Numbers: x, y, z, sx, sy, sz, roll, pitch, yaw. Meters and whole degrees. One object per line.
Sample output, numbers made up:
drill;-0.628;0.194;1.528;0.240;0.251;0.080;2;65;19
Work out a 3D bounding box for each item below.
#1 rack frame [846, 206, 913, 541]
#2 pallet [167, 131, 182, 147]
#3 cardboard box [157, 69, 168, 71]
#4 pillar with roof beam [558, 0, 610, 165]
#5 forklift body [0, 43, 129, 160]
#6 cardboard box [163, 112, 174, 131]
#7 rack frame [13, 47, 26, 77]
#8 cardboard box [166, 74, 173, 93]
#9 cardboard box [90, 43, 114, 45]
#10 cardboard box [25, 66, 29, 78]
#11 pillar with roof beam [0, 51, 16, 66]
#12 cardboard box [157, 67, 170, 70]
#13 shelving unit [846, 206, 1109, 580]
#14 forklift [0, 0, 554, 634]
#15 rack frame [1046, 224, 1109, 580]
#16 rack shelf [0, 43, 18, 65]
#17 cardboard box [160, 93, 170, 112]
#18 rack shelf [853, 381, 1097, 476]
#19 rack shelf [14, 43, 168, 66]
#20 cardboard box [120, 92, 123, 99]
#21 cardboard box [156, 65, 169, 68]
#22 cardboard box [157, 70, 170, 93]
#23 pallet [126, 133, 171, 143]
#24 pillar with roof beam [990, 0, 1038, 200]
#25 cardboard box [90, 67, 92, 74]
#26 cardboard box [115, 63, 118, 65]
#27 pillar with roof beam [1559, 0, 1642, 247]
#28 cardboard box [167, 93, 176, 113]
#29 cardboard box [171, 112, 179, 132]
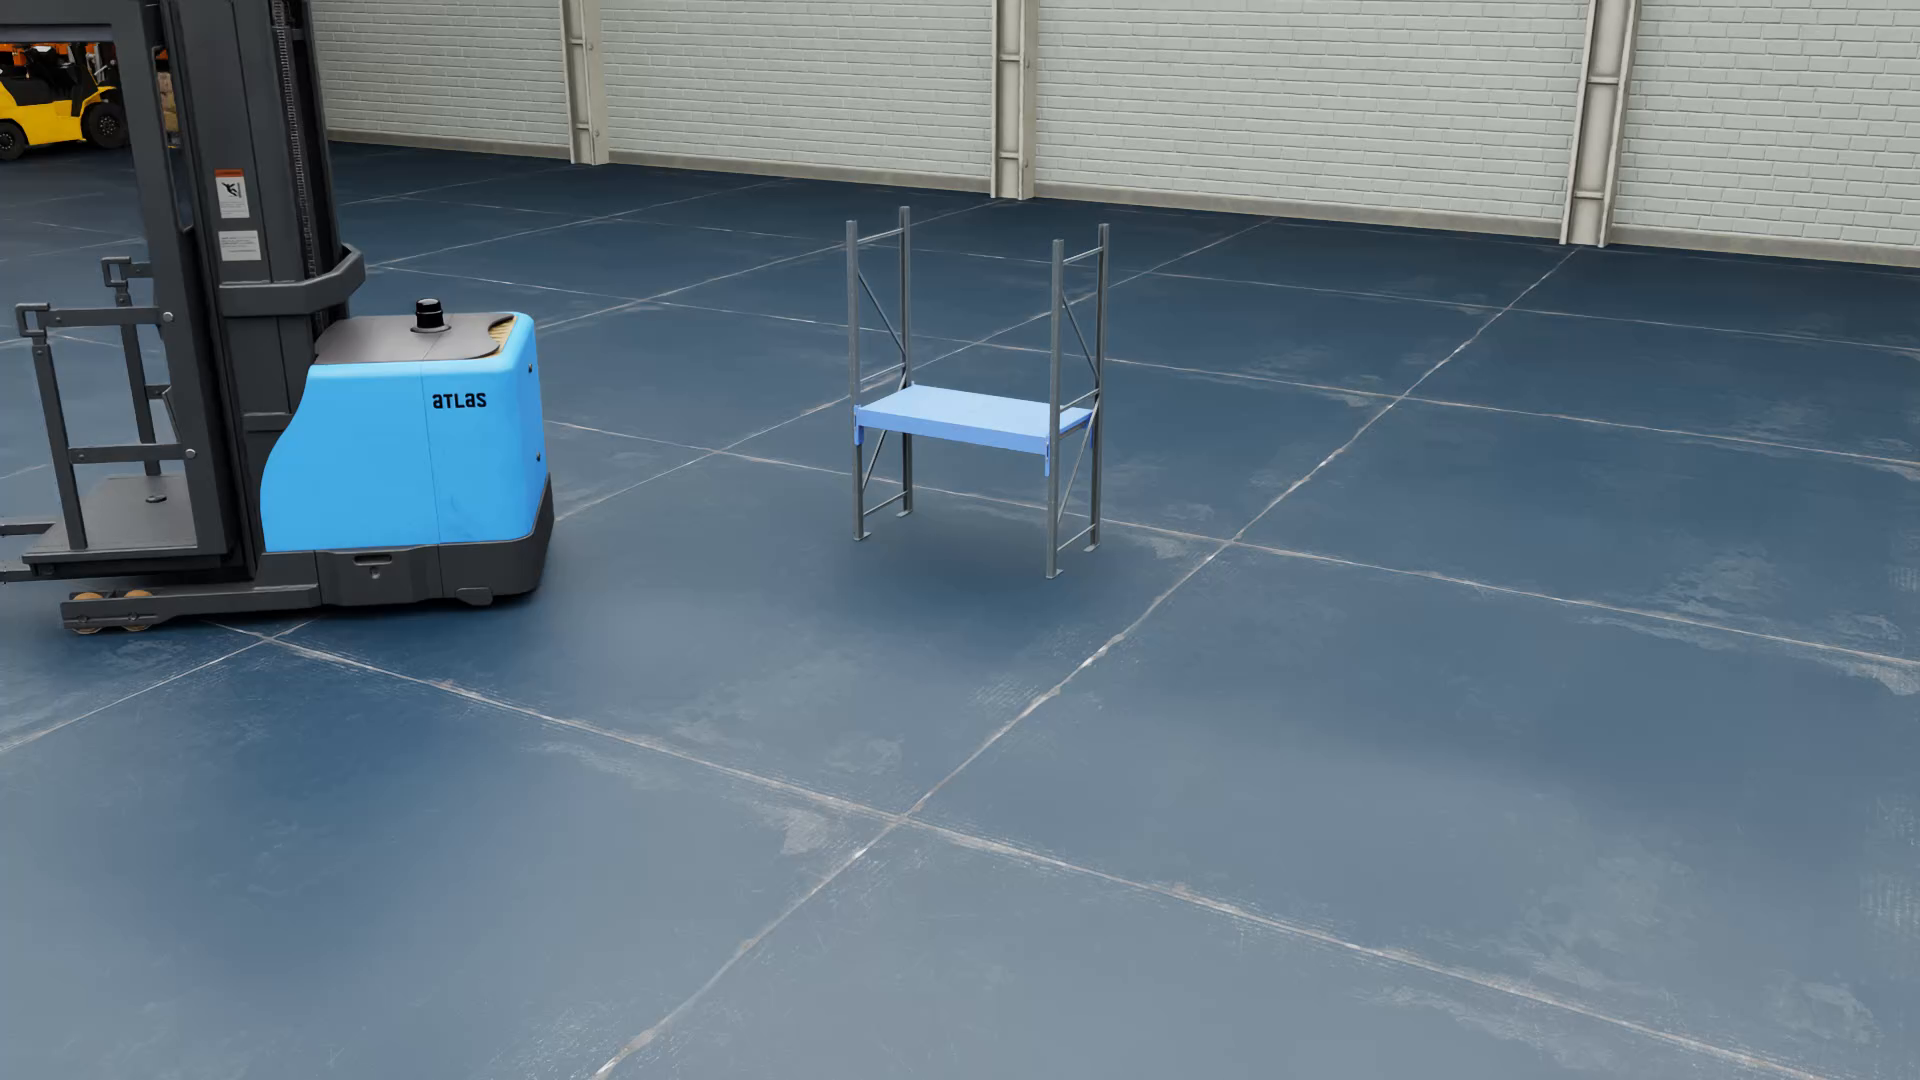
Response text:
rack frame;-0.369;-0.775;7.803;0.032;1.500;0.500;11;23;27
pallet;-10.418;-5.589;22.964;1.213;0.211;1.003;11;23;27
cardboard box;-11.178;-6.308;22.806;0.500;0.250;0.500;11;23;28
pillar with roof beam;-6.759;-7.710;15.924;0.400;9.000;9.100;11;23;27
forklift body;-12.275;-6.159;21.689;1.214;2.155;2.313;11;23;27
cardboard box;-10.723;-5.760;22.761;0.500;0.250;0.500;11;23;27
rack frame;-13.222;-7.451;24.006;0.127;3.000;1.000;11;23;27
cardboard box;-10.284;-6.144;22.354;0.500;0.250;0.500;12;23;29
cardboard box;-11.627;-7.090;22.867;0.500;0.500;0.500;11;23;28
cardboard box;-12.952;-6.652;23.753;0.500;0.250;0.500;10;22;26
pillar with roof beam;-17.235;-9.706;21.426;0.400;9.000;9.100;11;23;27
cardboard box;-10.926;-6.465;23.239;0.500;0.250;0.500;11;22;27
shelving unit;0.074;-0.691;7.570;1.048;1.500;0.538;11;23;27
forklift;-3.367;-1.185;6.835;3.031;2.935;1.130;-3;20;-8
rack frame;0.518;-0.606;7.337;0.032;1.500;0.500;11;23;27
rack shelf;-14.968;-7.445;25.045;4.000;0.370;1.077;11;23;27
cardboard box;-10.740;-6.000;22.689;0.500;0.250;0.500;11;22;27
rack shelf;0.074;-0.522;7.632;1.000;0.185;0.538;11;23;27
rack shelf;-11.476;-6.780;23.212;4.000;0.370;1.077;11;23;27
cardboard box;-11.201;-6.079;22.909;0.500;0.250;0.500;10;22;26
cardboard box;-11.370;-6.552;23.479;0.500;0.250;0.500;10;22;26
cardboard box;-10.732;-6.227;22.583;0.500;0.250;0.500;11;23;28
pallet;-11.479;-5.792;23.524;1.213;0.211;1.003;11;23;27
pillar with roof beam;-1.521;-6.712;13.173;0.400;9.000;9.100;11;23;27
cardboard box;-12.071;-6.484;23.292;0.500;0.250;0.500;12;23;29
cardboard box;-12.248;-6.721;23.946;0.500;0.250;0.500;10;22;27
pillar with roof beam;3.717;-5.715;10.423;0.400;9.000;9.100;11;23;27
cardboard box;-10.307;-5.913;22.451;0.500;0.250;0.500;10;22;27
cardboard box;-10.294;-5.674;22.525;0.500;0.250;0.500;11;23;28
